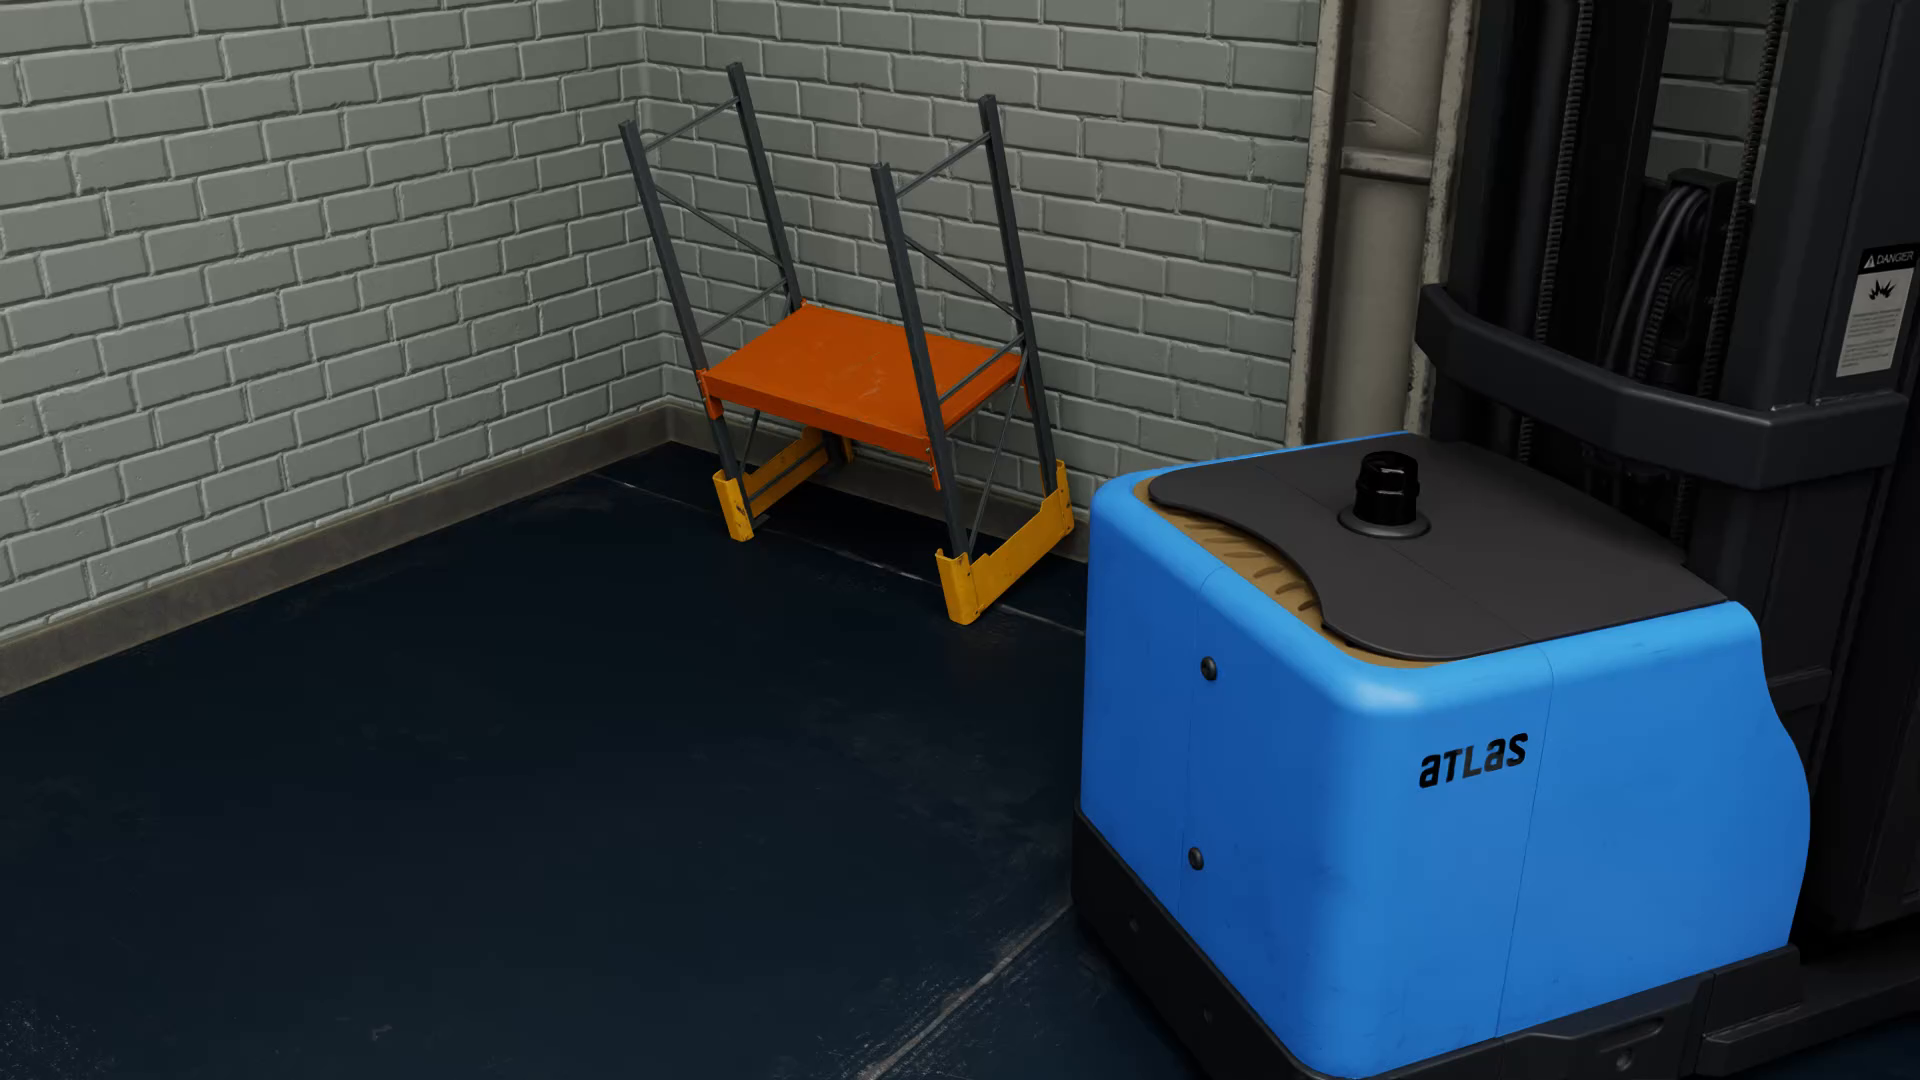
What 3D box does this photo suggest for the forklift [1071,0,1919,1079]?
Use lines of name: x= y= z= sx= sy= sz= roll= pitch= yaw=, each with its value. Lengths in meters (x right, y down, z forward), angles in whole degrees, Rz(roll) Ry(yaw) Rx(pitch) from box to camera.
forklift: x=1.818 y=-0.535 z=3.329 sx=3.031 sy=2.935 sz=1.130 roll=-9 pitch=25 yaw=-20

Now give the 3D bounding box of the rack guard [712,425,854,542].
rack guard: x=-0.611 y=-0.258 z=5.845 sx=0.087 sy=0.250 sz=0.587 roll=19 pitch=45 yaw=36

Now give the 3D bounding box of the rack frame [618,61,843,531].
rack frame: x=-0.719 y=-0.760 z=5.488 sx=0.032 sy=1.500 sz=0.500 roll=19 pitch=45 yaw=36

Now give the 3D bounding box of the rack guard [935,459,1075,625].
rack guard: x=0.151 y=-0.002 z=5.257 sx=0.087 sy=0.250 sz=0.587 roll=19 pitch=45 yaw=36

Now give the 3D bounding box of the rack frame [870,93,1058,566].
rack frame: x=0.059 y=-0.498 z=4.888 sx=0.032 sy=1.500 sz=0.500 roll=19 pitch=45 yaw=36

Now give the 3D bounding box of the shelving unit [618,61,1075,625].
shelving unit: x=-0.337 y=-0.631 z=5.193 sx=1.083 sy=1.500 sz=0.587 roll=19 pitch=45 yaw=36

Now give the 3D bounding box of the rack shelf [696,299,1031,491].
rack shelf: x=-0.299 y=-0.485 z=5.291 sx=1.000 sy=0.185 sz=0.538 roll=19 pitch=45 yaw=36
